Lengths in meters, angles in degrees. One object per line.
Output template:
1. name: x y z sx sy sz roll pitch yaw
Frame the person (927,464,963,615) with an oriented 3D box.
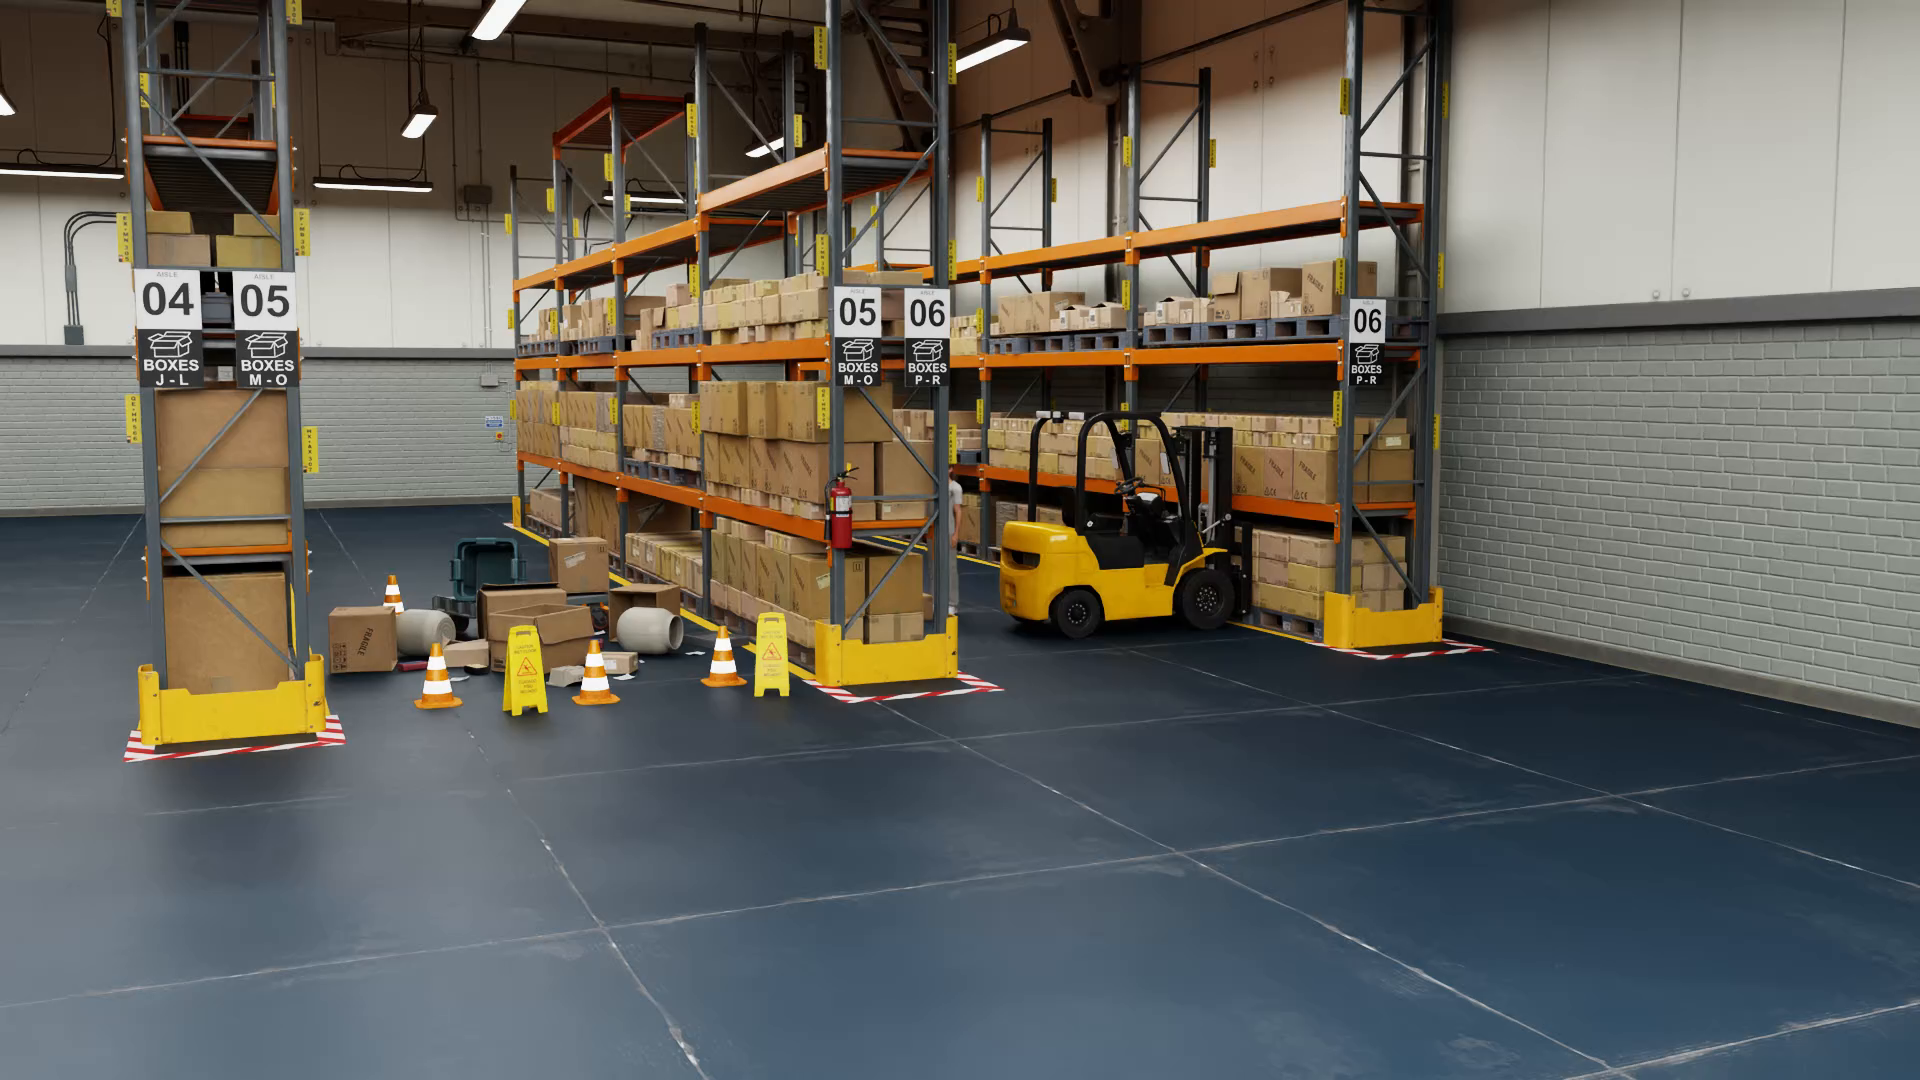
1. person: -0.168 -0.050 17.485 0.437 1.672 0.355 4 7 39
